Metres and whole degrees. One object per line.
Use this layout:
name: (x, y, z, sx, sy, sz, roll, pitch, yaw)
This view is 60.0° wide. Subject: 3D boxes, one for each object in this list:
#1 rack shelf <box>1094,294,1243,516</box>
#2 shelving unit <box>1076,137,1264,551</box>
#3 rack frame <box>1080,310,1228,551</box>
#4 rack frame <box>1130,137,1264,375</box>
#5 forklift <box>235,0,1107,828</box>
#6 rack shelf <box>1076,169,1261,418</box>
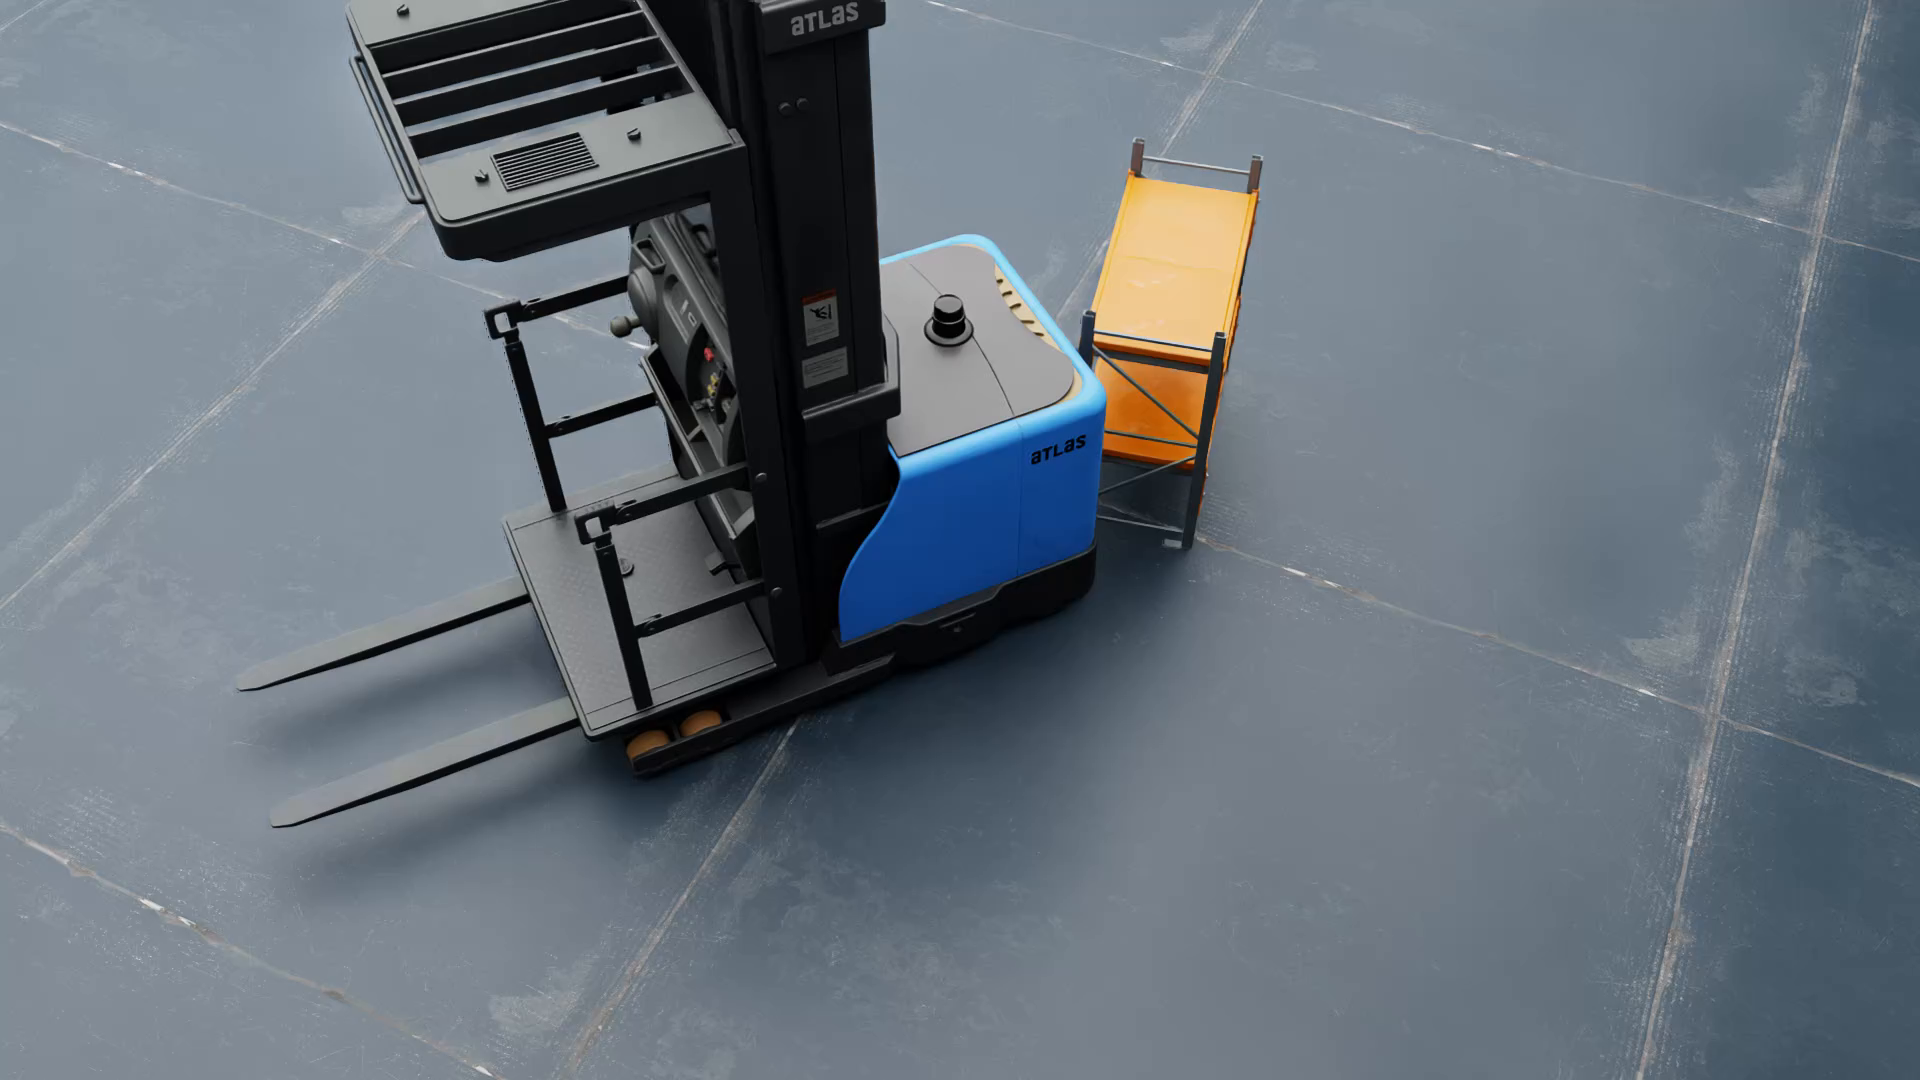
rack shelf: (0.790, -0.597, 6.655, 0.538, 0.278, 1.000, 11, 50, 9)
shelving unit: (0.790, -0.755, 6.469, 0.538, 1.125, 1.048, 11, 50, 9)
rack frame: (0.670, -0.379, 6.149, 0.500, 1.125, 0.032, 11, 50, 9)
rack frame: (0.911, -1.131, 6.789, 0.500, 1.125, 0.032, 11, 50, 9)
forklift: (-1.044, -0.588, 5.141, 3.031, 2.935, 1.130, -20, 53, -16)
rack shelf: (0.790, -0.945, 6.246, 0.538, 0.278, 1.000, 11, 50, 9)
